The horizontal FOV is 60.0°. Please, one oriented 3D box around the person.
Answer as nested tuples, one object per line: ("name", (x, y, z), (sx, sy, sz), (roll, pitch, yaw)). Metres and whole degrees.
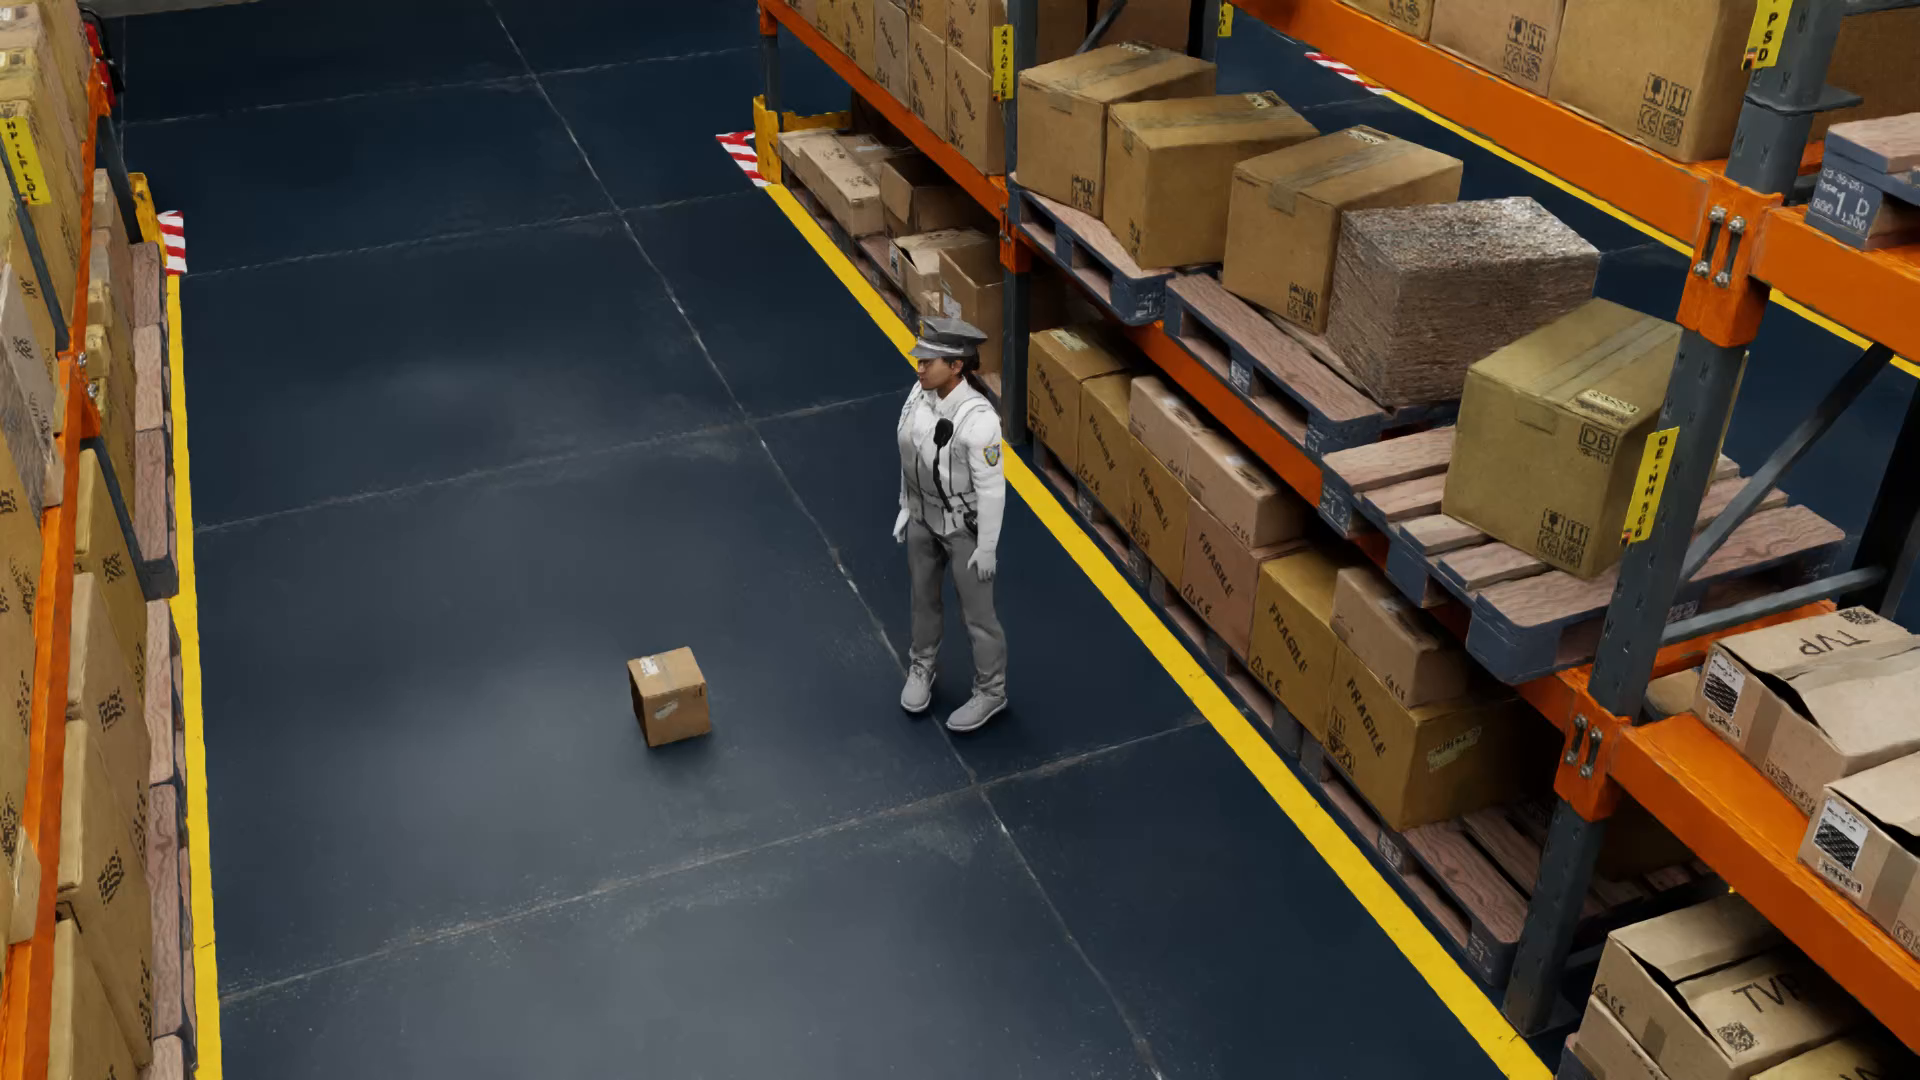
("person", (-0.041, -0.057, 6.174), (0.363, 1.687, 0.501), (-25, 41, -32))
